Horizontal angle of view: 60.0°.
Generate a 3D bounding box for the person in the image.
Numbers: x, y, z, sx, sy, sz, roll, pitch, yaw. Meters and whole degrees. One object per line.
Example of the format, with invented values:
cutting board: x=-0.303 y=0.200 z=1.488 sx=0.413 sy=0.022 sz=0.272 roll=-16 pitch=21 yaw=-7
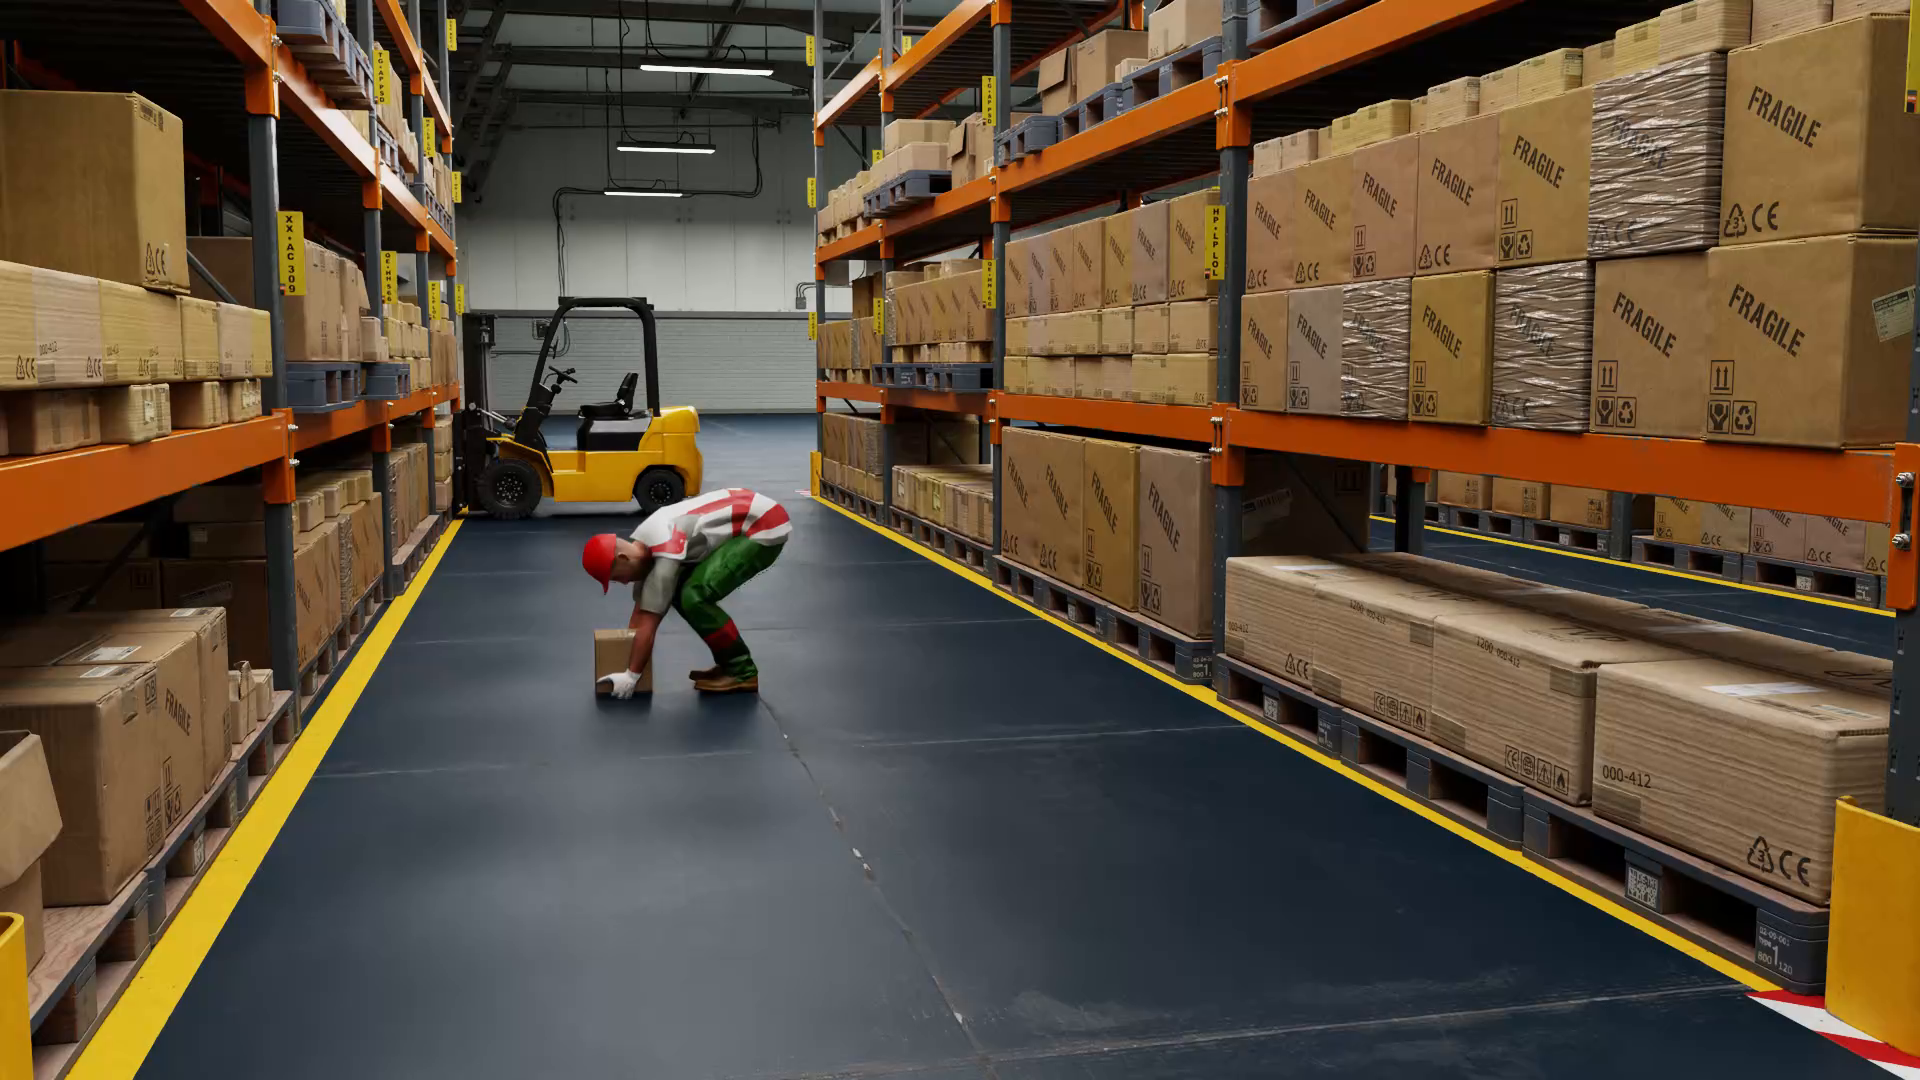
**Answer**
person: x=-1.074 y=-0.194 z=7.665 sx=0.454 sy=1.777 sz=0.607 roll=-2 pitch=6 yaw=-16
